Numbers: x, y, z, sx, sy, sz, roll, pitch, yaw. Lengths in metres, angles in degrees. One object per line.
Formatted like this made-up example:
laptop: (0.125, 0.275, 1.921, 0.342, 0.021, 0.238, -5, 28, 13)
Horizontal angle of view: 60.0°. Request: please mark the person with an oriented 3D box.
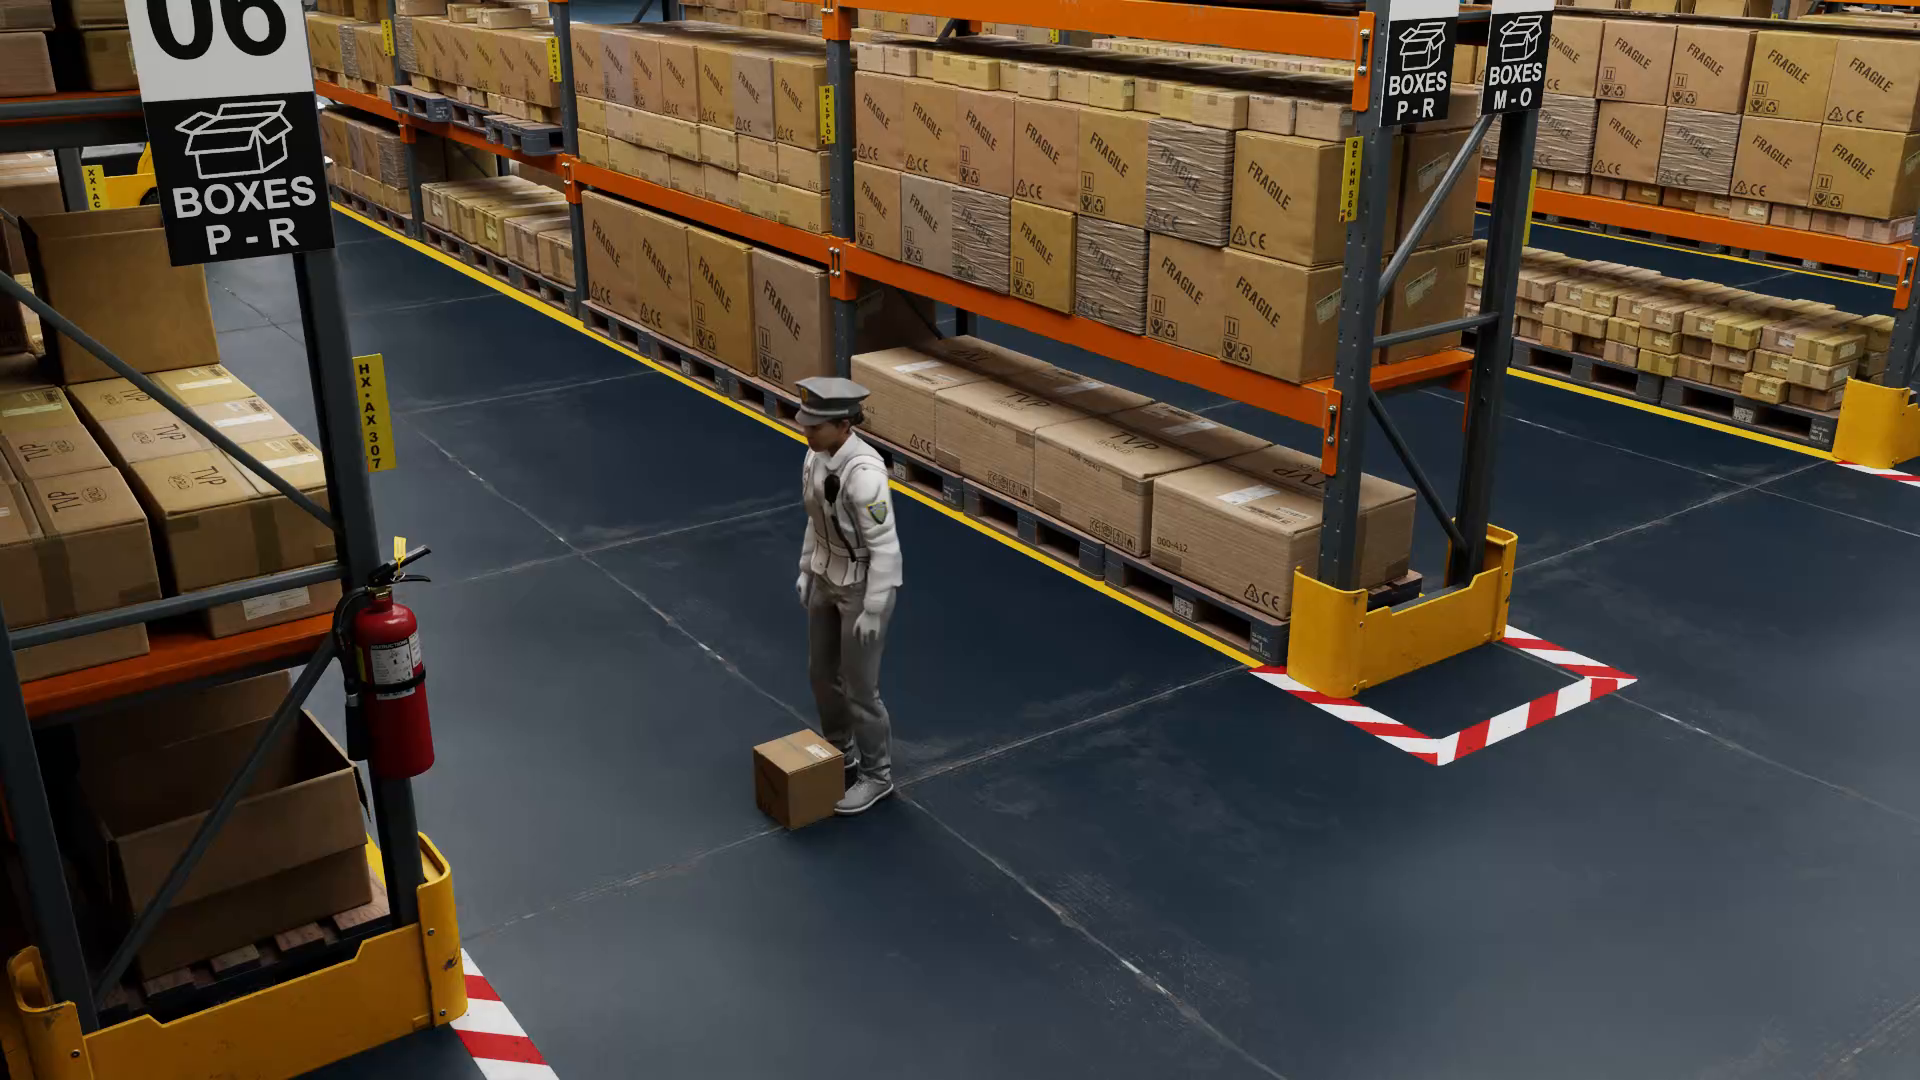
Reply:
person: (-0.421, 0.195, 6.177, 0.372, 1.664, 0.528, -15, 26, -33)
